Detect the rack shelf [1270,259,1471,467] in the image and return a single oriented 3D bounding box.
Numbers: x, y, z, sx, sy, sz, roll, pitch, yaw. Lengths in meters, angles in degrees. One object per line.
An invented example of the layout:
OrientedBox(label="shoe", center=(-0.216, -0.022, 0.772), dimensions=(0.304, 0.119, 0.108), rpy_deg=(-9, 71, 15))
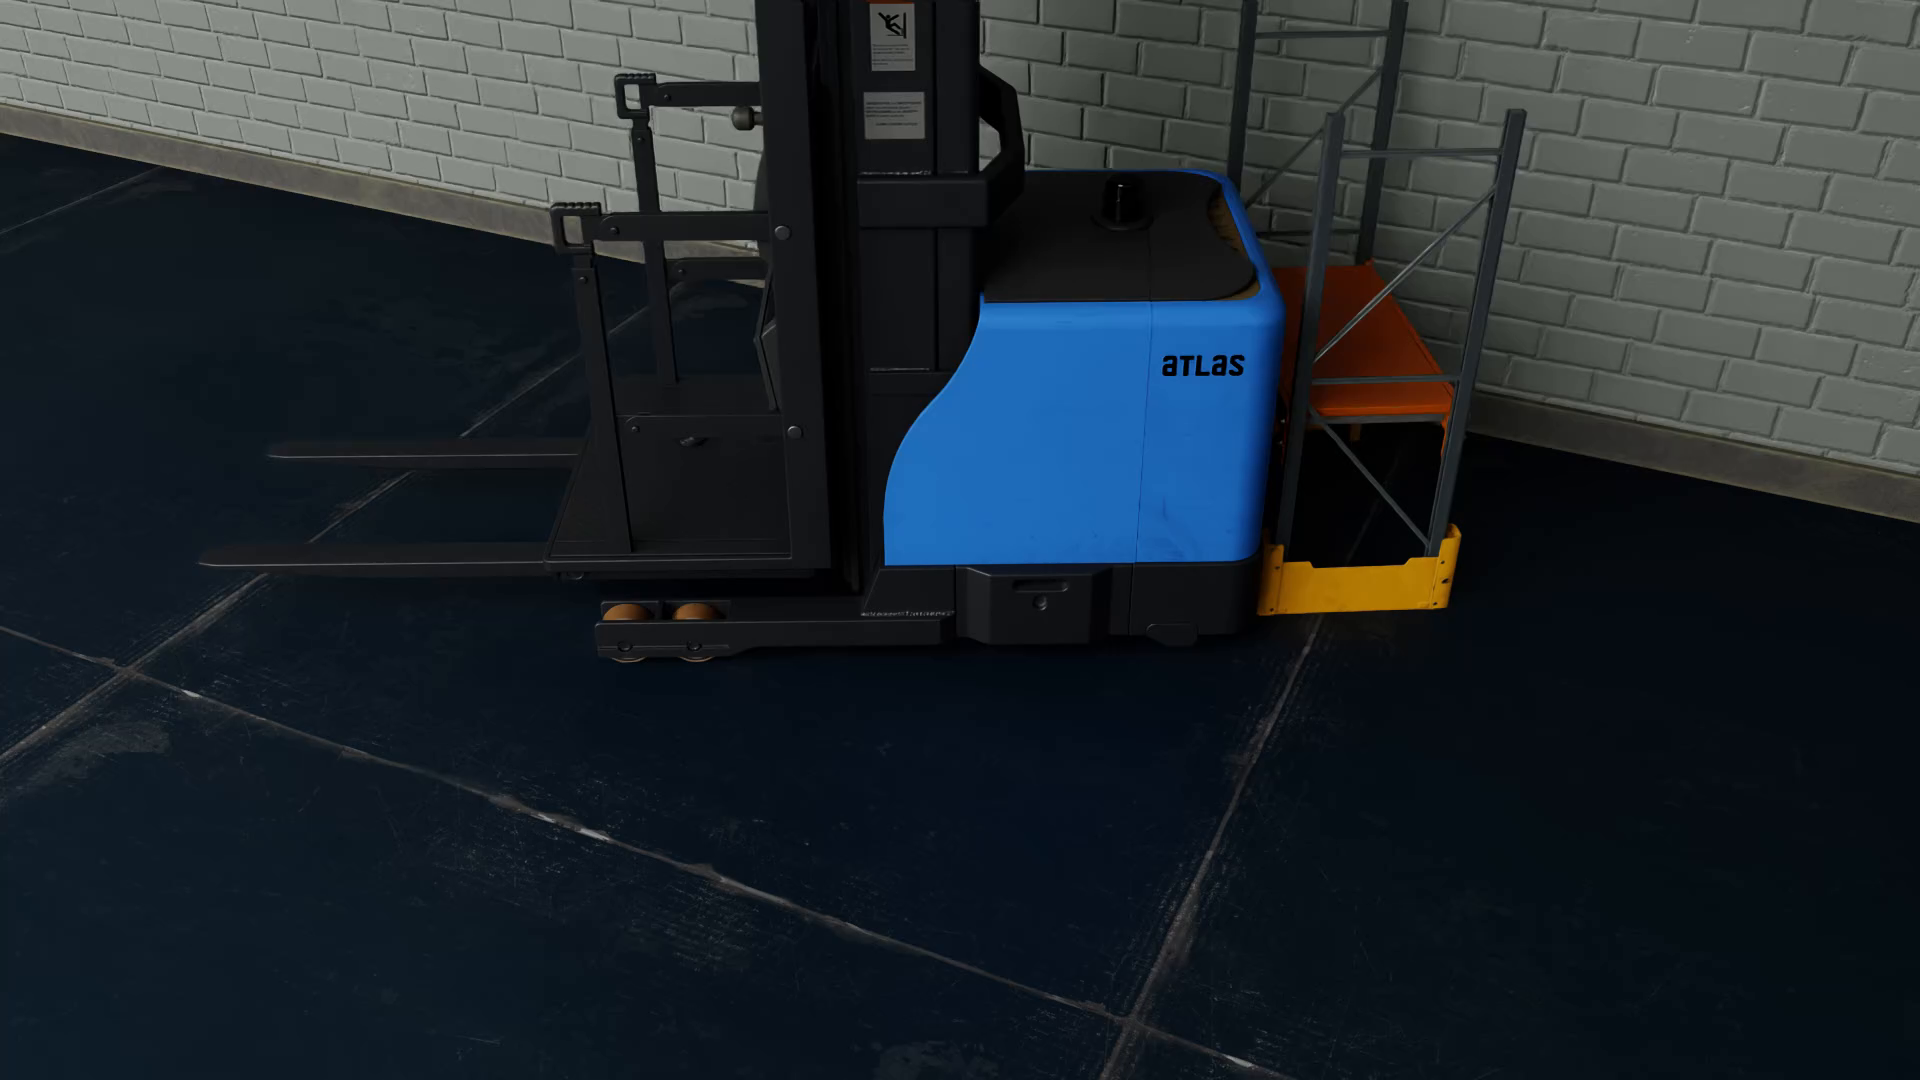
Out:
OrientedBox(label="rack shelf", center=(1.128, -0.564, 5.069), dimensions=(0.538, 0.185, 1.000), rpy_deg=(-2, 33, -3))

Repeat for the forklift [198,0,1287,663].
OrientedBox(label="forklift", center=(-0.669, -1.171, 4.362), dimensions=(3.031, 2.935, 1.130), rpy_deg=(-1, 33, -1))

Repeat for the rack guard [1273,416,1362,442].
OrientedBox(label="rack guard", center=(1.096, -0.459, 5.722), dimensions=(0.587, 0.250, 0.087), rpy_deg=(-2, 33, -3))

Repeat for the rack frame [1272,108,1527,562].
OrientedBox(label="rack frame", center=(1.160, -0.436, 4.547), dimensions=(0.500, 1.500, 0.032), rpy_deg=(-2, 33, -3))

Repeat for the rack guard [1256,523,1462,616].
OrientedBox(label="rack guard", center=(1.159, 0.086, 4.890), dimensions=(0.587, 0.250, 0.087), rpy_deg=(-2, 33, -3))

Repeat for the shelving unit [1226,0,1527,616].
OrientedBox(label="shelving unit", center=(1.128, -0.709, 4.963), dimensions=(0.587, 1.500, 1.083), rpy_deg=(-2, 33, -3))

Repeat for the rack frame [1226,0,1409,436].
OrientedBox(label="rack frame", center=(1.096, -0.992, 5.395), dimensions=(0.500, 1.500, 0.032), rpy_deg=(-2, 33, -3))
